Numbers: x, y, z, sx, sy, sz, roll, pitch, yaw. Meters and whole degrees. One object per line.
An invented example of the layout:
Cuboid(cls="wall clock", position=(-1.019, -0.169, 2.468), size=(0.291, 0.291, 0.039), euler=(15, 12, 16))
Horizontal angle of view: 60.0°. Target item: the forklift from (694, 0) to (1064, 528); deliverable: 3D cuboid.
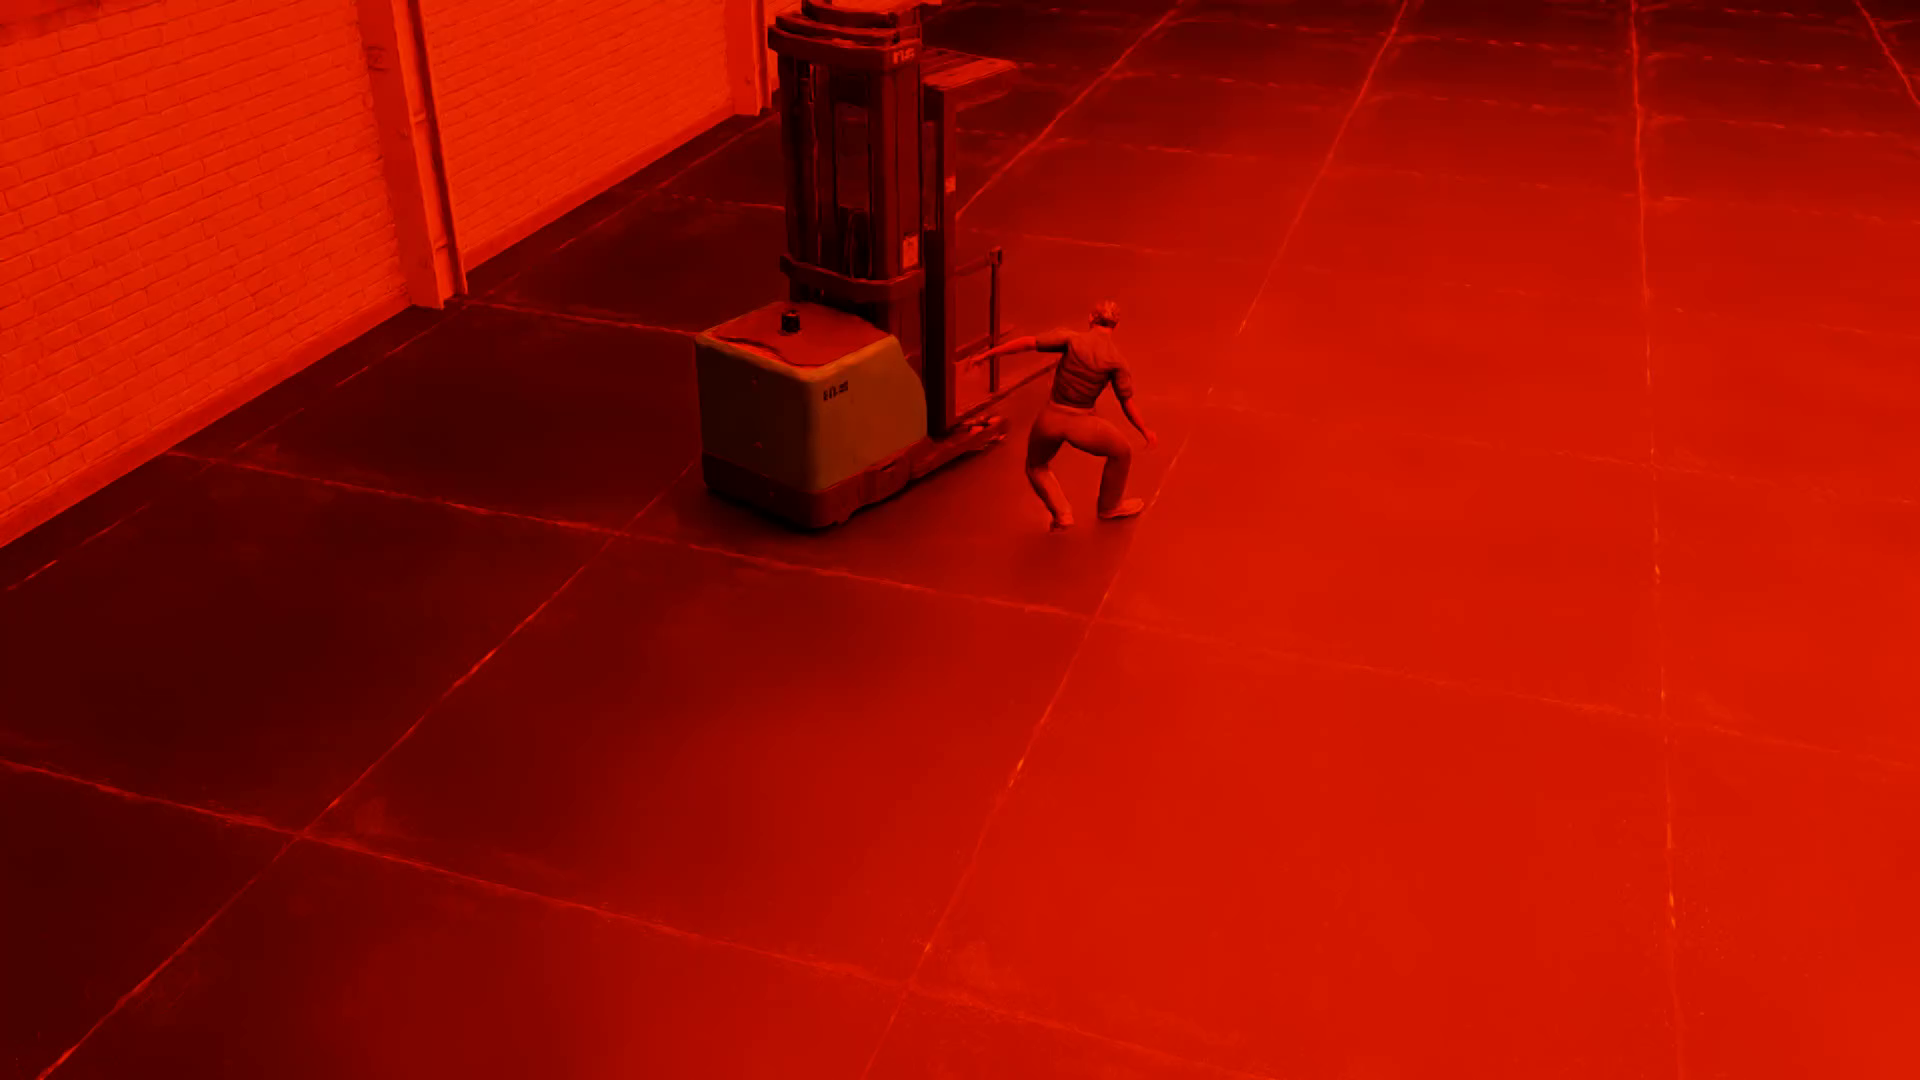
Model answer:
Cuboid(cls="forklift", position=(-0.321, -2.010, 10.663), size=(1.130, 2.935, 3.031), euler=(22, 36, 33))

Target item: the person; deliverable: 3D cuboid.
Cuboid(cls="person", position=(0.622, -0.721, 9.913), size=(1.096, 1.423, 0.683), euler=(8, 31, 14))
